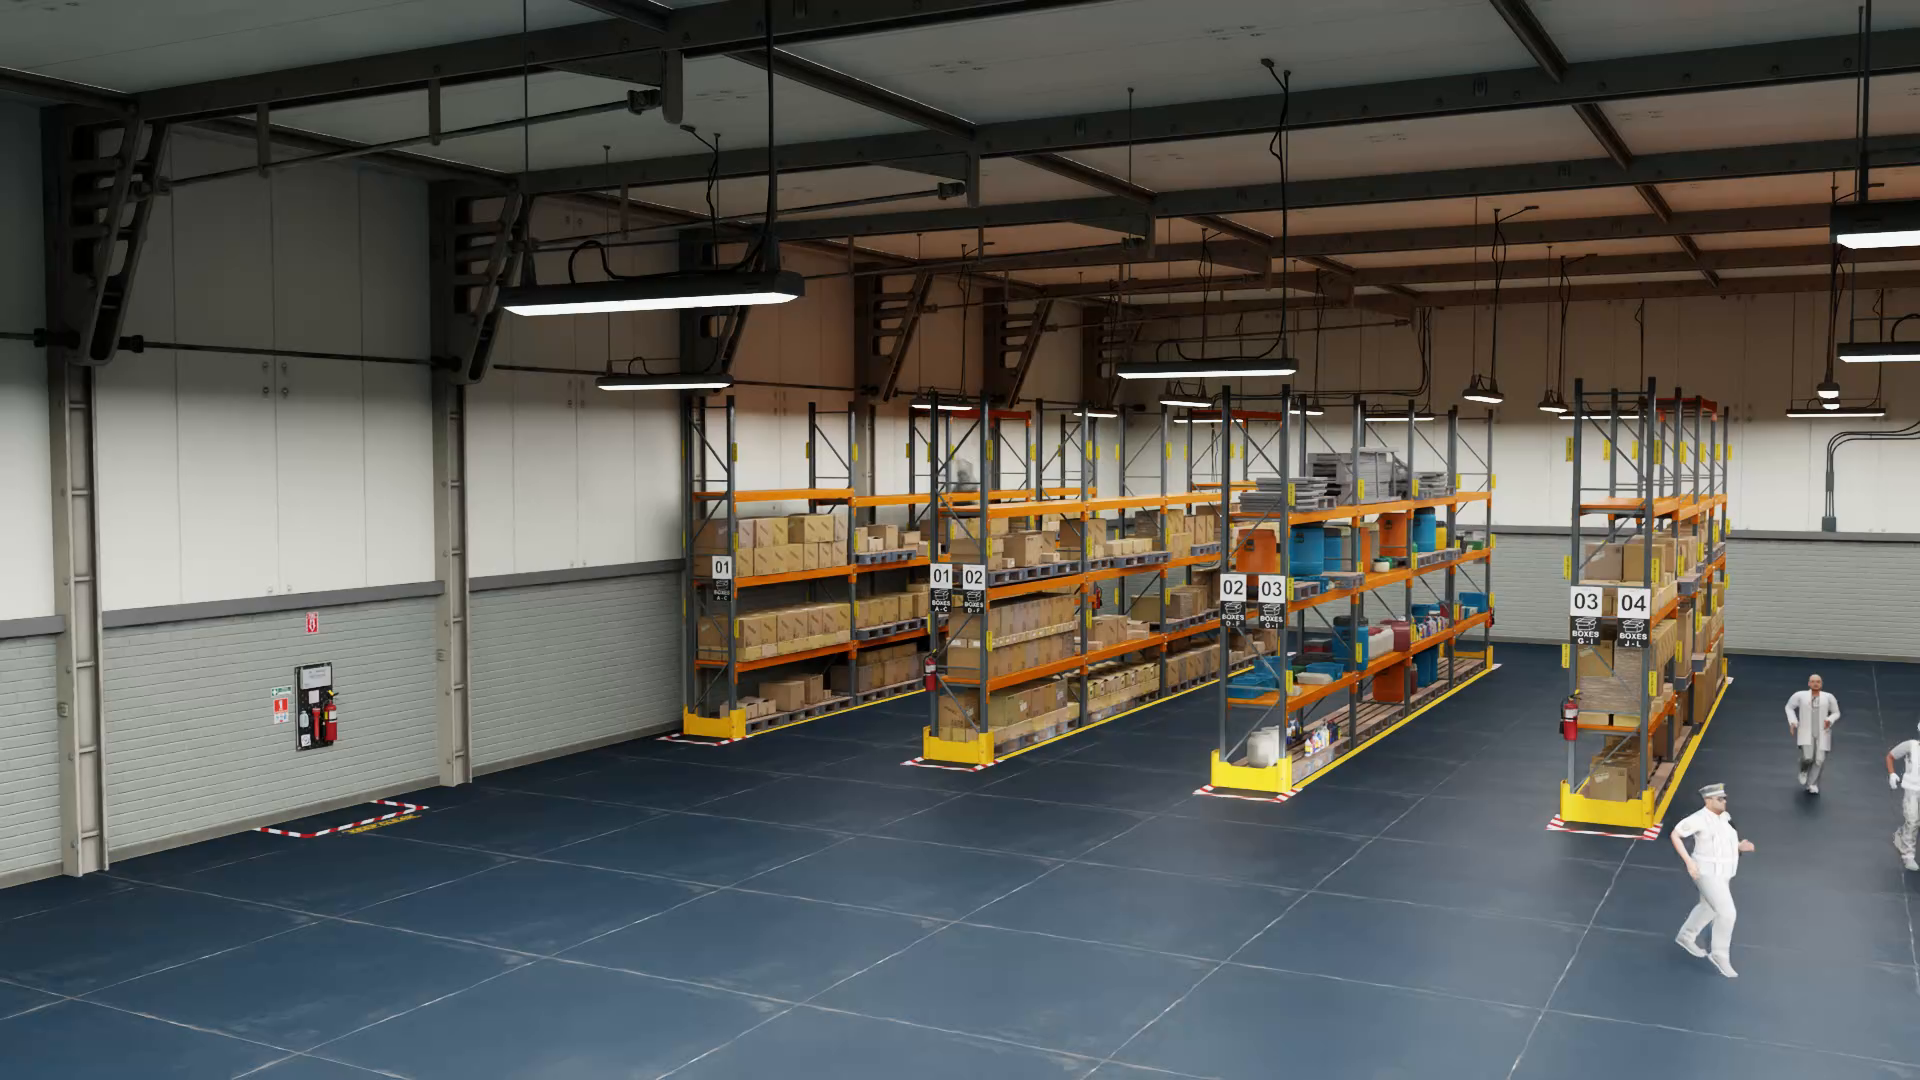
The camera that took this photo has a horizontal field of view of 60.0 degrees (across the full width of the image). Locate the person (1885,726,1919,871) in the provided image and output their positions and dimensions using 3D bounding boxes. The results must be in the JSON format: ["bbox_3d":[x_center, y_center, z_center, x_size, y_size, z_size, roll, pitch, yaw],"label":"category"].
[{"bbox_3d":[11.697,3.067,20.259,0.724,1.767,0.891,0,3,9],"label":"person"}]

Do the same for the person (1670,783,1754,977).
[{"bbox_3d":[7.307,3.272,16.155,0.638,1.856,0.794,-2,4,-39],"label":"person"}]

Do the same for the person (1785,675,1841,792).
[{"bbox_3d":[12.557,2.849,24.456,0.715,1.732,0.624,1,3,19],"label":"person"}]
